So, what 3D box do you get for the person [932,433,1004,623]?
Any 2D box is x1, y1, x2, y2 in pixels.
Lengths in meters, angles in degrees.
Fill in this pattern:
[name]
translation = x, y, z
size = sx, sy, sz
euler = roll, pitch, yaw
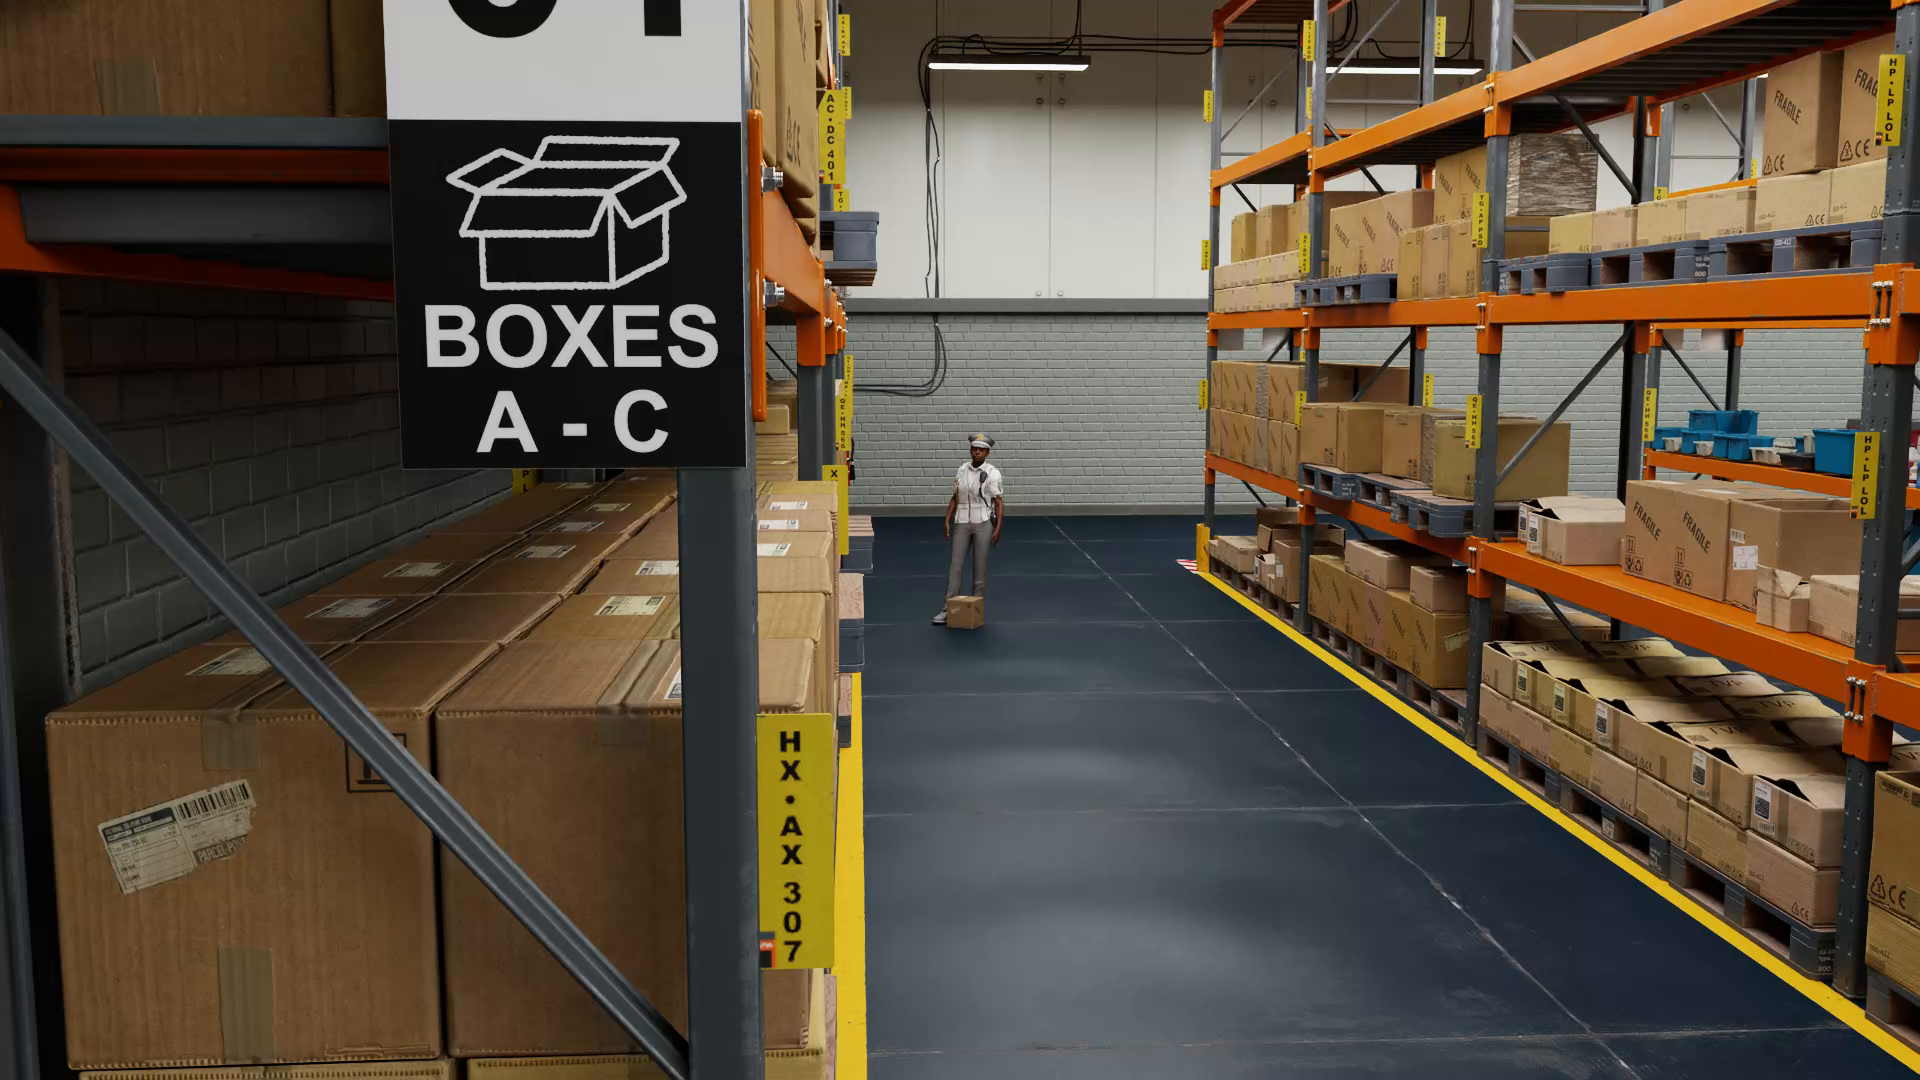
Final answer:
[person]
translation = 0.088, -0.107, 14.909
size = 0.570, 1.698, 0.527
euler = 3, 7, 21
